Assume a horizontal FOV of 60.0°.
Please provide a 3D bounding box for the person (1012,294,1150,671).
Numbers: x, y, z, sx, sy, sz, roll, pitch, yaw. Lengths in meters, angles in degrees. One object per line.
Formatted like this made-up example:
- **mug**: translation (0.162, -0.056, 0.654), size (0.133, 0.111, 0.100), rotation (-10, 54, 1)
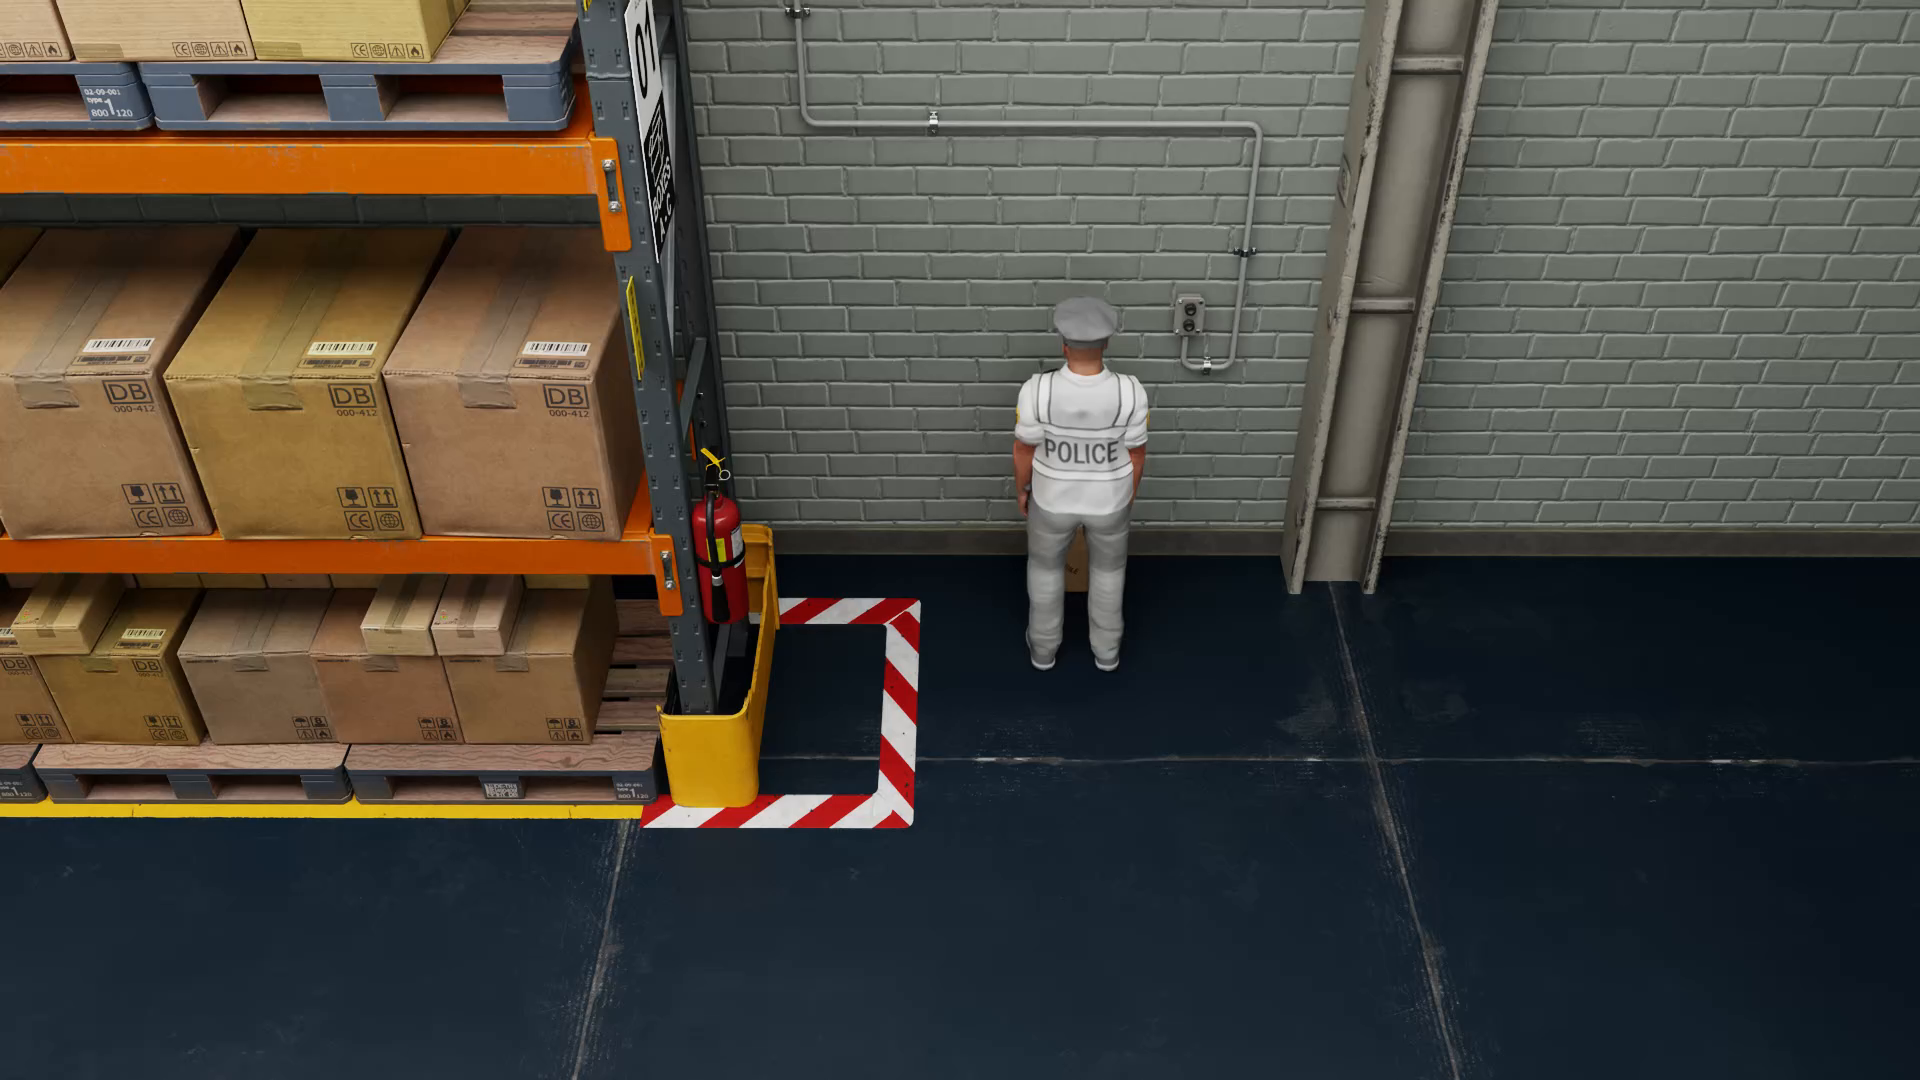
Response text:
- **person**: translation (0.473, -0.197, 6.759), size (0.528, 1.746, 0.393), rotation (1, 39, 1)
